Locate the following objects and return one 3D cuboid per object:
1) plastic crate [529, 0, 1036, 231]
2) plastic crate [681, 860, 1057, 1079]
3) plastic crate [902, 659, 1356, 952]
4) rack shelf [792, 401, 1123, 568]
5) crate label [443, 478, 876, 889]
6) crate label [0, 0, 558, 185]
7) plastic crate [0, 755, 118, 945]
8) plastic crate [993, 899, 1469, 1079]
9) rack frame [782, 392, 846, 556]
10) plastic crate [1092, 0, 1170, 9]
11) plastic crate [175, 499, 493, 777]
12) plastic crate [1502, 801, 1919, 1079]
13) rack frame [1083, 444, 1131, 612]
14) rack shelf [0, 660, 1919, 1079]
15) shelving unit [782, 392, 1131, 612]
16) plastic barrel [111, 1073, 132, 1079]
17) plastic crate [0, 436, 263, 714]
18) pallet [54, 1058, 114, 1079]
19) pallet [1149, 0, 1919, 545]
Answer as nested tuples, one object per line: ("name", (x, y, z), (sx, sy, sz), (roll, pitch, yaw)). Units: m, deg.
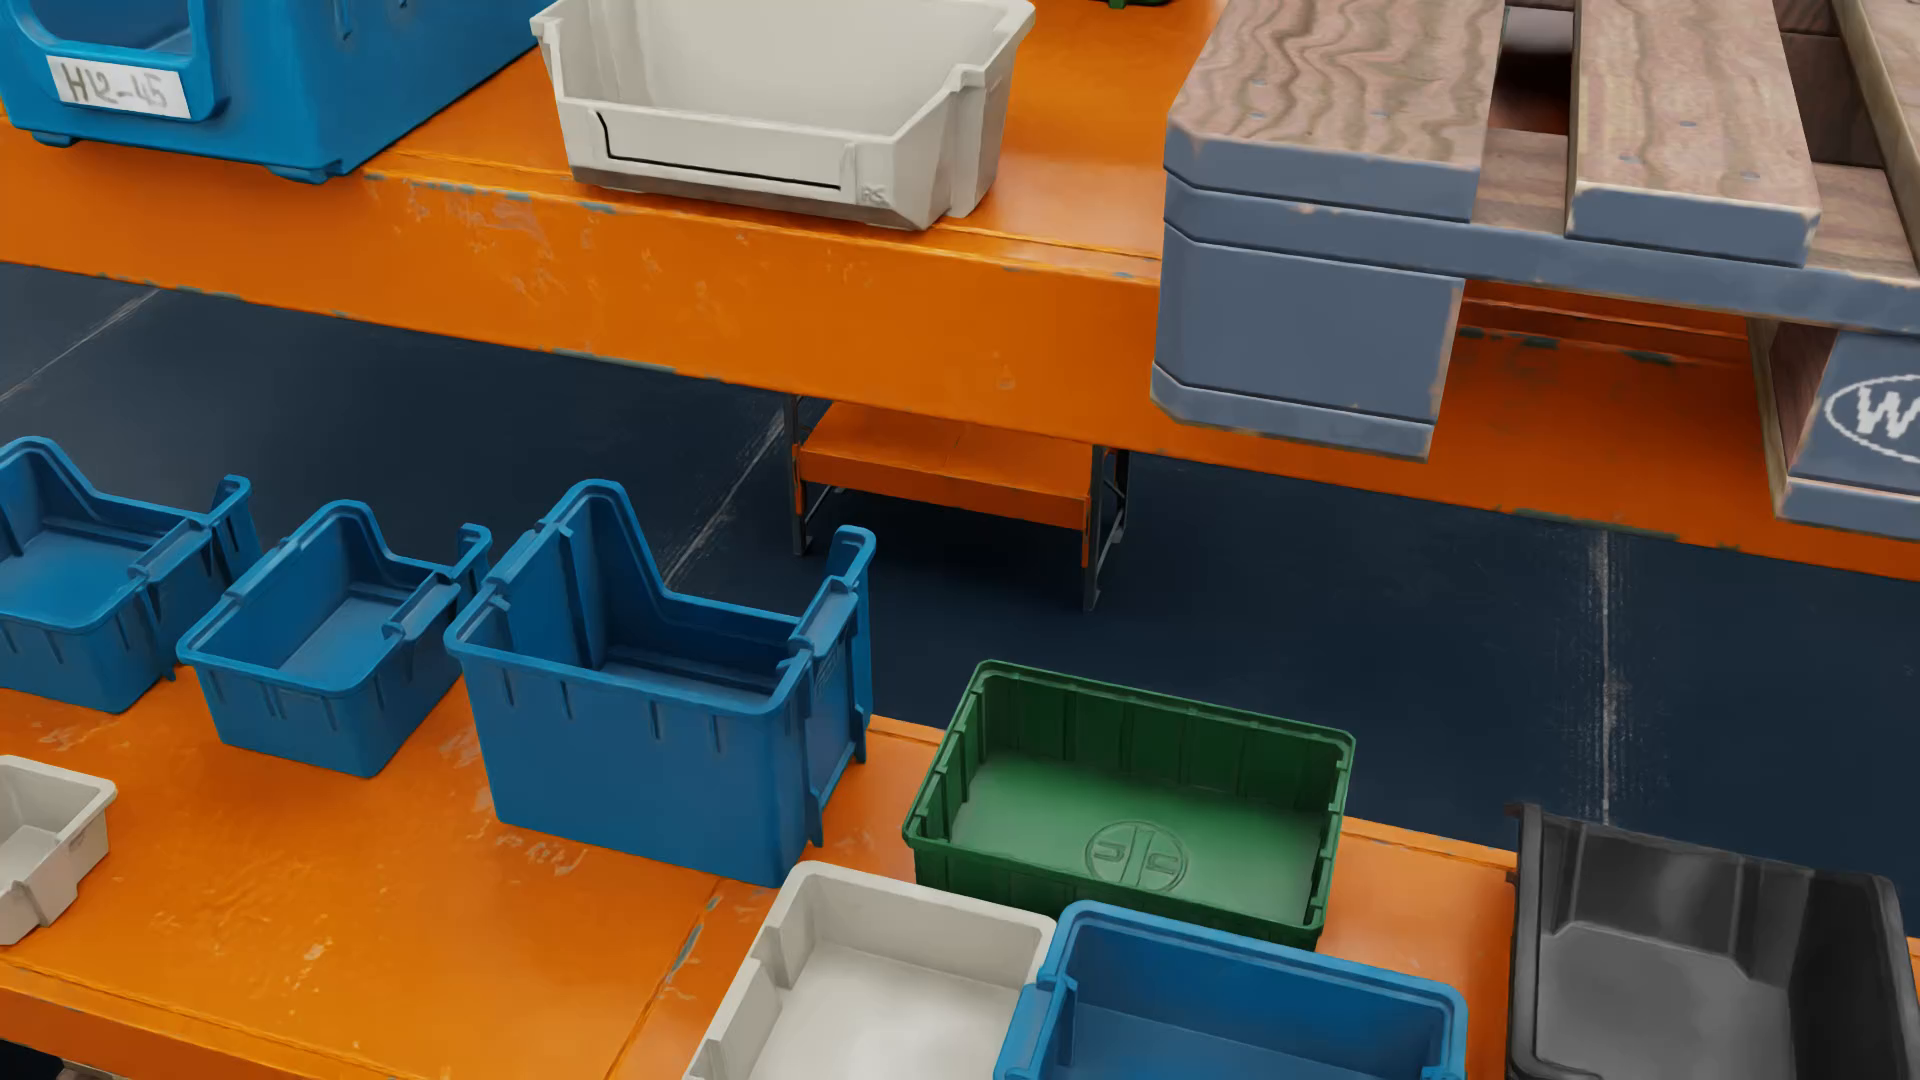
("plastic crate", (-0.155, -0.373, 1.419), (0.396, 0.136, 0.243), (10, 38, 14))
("plastic crate", (-0.128, 0.746, 2.428), (0.437, 0.136, 0.530), (10, 38, 14))
("plastic crate", (0.286, 0.469, 2.761), (0.662, 0.188, 0.450), (10, 38, 14))
("rack shelf", (0.006, -0.255, 5.560), (1.000, 0.278, 0.538), (10, 38, 14))
("crate label", (-0.483, 0.235, 2.871), (0.616, 0.435, 0.502), (10, 38, 14))
("crate label", (-0.632, -0.554, 1.567), (0.408, 0.251, 0.502), (10, 38, 14))
("plastic crate", (-1.562, 0.523, 2.731), (0.250, 0.136, 0.298), (10, 38, 14))
("plastic crate", (0.360, 0.801, 2.256), (0.616, 0.251, 0.499), (10, 38, 14))
("rack frame", (-0.479, -0.542, 5.537), (0.032, 1.125, 0.500), (10, 38, 14))
("plastic crate", (0.073, -0.772, 1.917), (0.450, 0.188, 0.336), (10, 38, 14))
("plastic crate", (-1.135, 0.174, 3.109), (0.408, 0.251, 0.499), (10, 38, 14))
("plastic crate", (1.036, 0.644, 2.397), (0.504, 0.338, 0.767), (10, 38, 14))
("rack frame", (0.492, -0.362, 5.293), (0.032, 1.125, 0.500), (10, 38, 14))
("rack shelf", (-0.411, 0.720, 2.848), (4.000, 0.370, 1.077), (10, 38, 14))
("shelving unit", (0.006, -0.452, 5.415), (1.048, 1.125, 0.538), (10, 38, 14))
("plastic barrel", (-1.670, 0.982, 3.629), (0.421, 0.512, 0.421), (0, 36, 0))
("plastic crate", (-1.754, 0.056, 3.269), (0.616, 0.251, 0.499), (10, 38, 14))
("pallet", (-1.460, 1.333, 3.761), (1.213, 0.211, 1.003), (10, 38, 14))
("pallet", (0.780, -0.421, 1.420), (1.003, 0.211, 1.213), (10, 38, 14))
